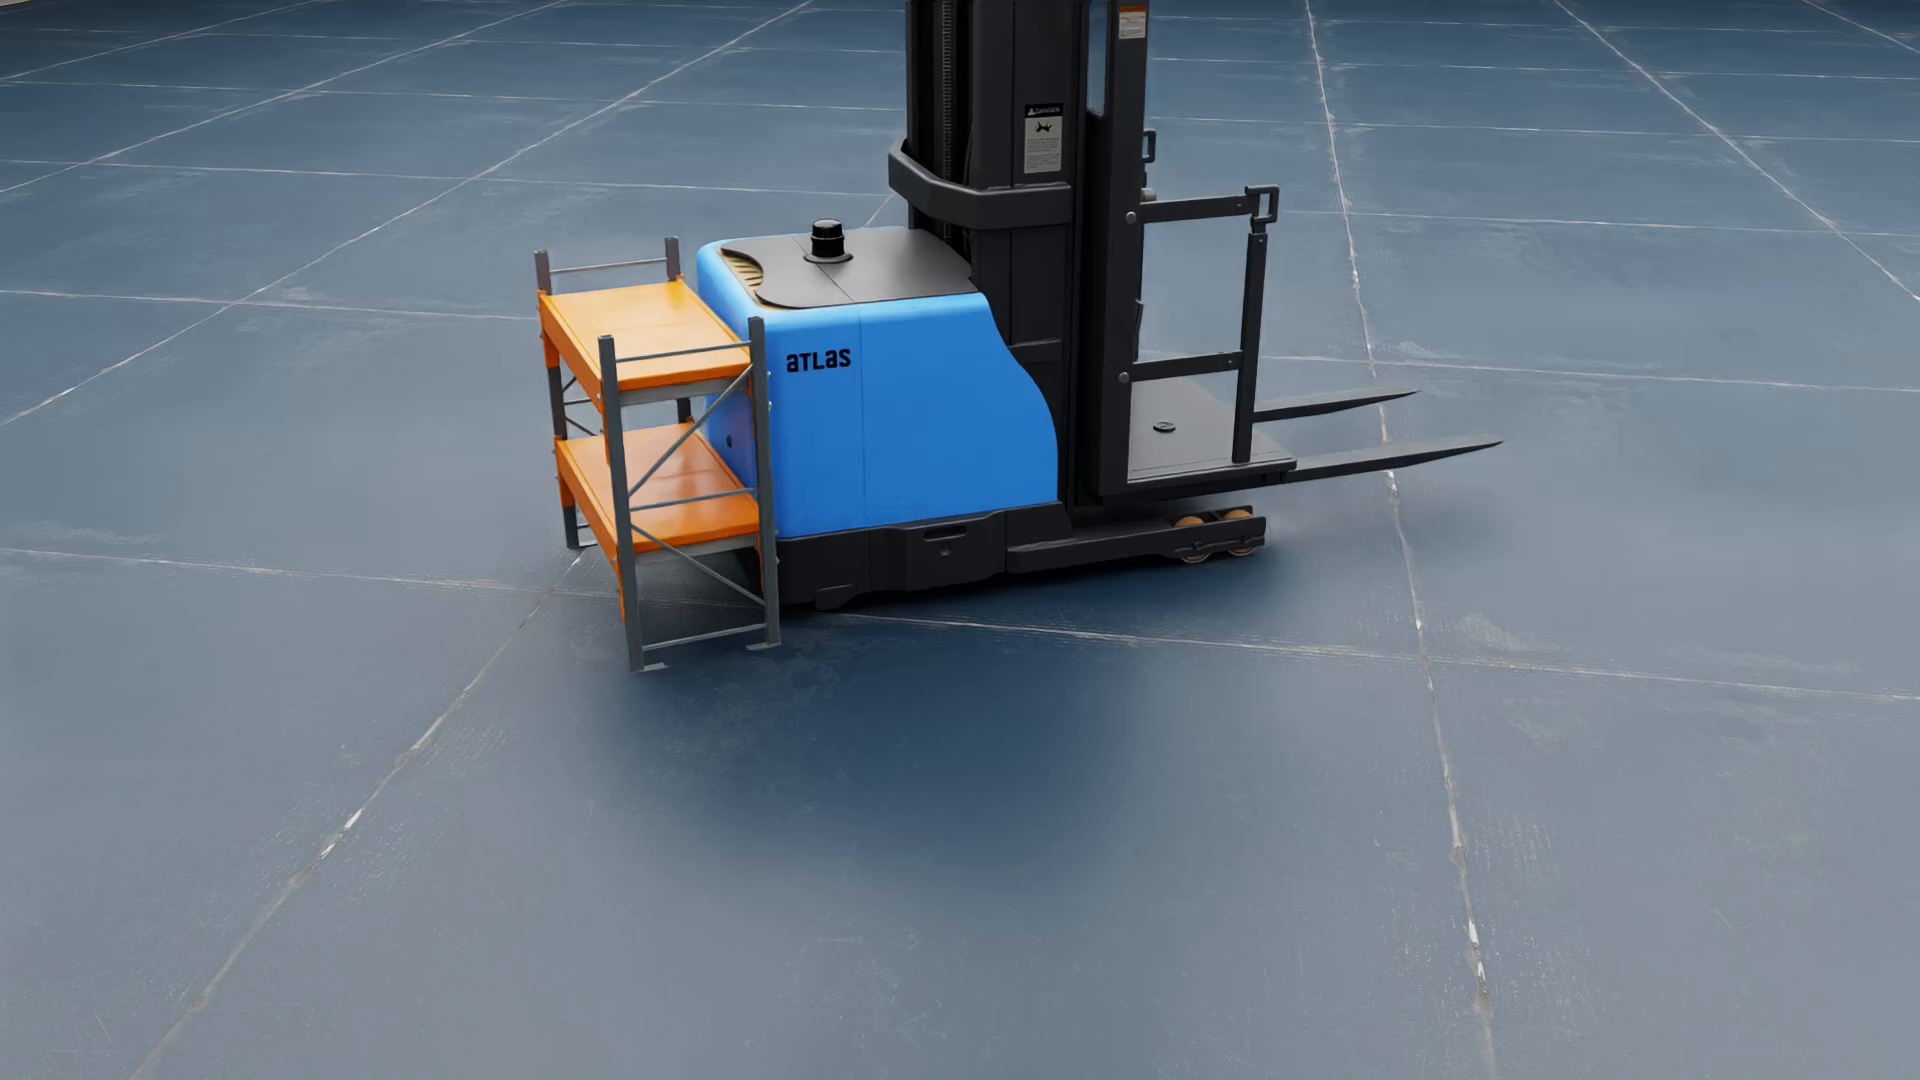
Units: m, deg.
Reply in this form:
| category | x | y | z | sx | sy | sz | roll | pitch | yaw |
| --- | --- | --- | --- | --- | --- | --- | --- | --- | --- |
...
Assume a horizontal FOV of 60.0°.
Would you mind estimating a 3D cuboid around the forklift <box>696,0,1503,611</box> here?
| category | x | y | z | sx | sy | sz | roll | pitch | yaw |
| --- | --- | --- | --- | --- | --- | --- | --- | --- | --- |
| forklift | 0.605 | -1.446 | 5.883 | 3.031 | 2.935 | 1.130 | -8 | 26 | -17 |

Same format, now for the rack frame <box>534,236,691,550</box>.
| category | x | y | z | sx | sy | sz | roll | pitch | yaw |
| --- | --- | --- | --- | --- | --- | --- | --- | --- | --- |
| rack frame | -1.231 | -0.521 | 6.035 | 0.500 | 1.125 | 0.032 | -10 | 27 | -21 |

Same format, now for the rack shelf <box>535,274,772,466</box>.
| category | x | y | z | sx | sy | sz | roll | pitch | yaw |
| --- | --- | --- | --- | --- | --- | --- | --- | --- | --- |
| rack shelf | -1.030 | -0.588 | 5.489 | 0.538 | 0.278 | 1.000 | -10 | 27 | -21 |

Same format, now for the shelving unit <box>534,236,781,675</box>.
| category | x | y | z | sx | sy | sz | roll | pitch | yaw |
| --- | --- | --- | --- | --- | --- | --- | --- | --- | --- |
| shelving unit | -1.030 | -0.323 | 5.613 | 0.538 | 1.125 | 1.048 | -10 | 27 | -21 |

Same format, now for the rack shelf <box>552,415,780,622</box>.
| category | x | y | z | sx | sy | sz | roll | pitch | yaw |
| --- | --- | --- | --- | --- | --- | --- | --- | --- | --- |
| rack shelf | -1.030 | -0.101 | 5.716 | 0.538 | 0.278 | 1.000 | -10 | 27 | -21 |

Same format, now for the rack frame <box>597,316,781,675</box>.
| category | x | y | z | sx | sy | sz | roll | pitch | yaw |
| --- | --- | --- | --- | --- | --- | --- | --- | --- | --- |
| rack frame | -0.828 | -0.125 | 5.190 | 0.500 | 1.125 | 0.032 | -10 | 27 | -21 |
